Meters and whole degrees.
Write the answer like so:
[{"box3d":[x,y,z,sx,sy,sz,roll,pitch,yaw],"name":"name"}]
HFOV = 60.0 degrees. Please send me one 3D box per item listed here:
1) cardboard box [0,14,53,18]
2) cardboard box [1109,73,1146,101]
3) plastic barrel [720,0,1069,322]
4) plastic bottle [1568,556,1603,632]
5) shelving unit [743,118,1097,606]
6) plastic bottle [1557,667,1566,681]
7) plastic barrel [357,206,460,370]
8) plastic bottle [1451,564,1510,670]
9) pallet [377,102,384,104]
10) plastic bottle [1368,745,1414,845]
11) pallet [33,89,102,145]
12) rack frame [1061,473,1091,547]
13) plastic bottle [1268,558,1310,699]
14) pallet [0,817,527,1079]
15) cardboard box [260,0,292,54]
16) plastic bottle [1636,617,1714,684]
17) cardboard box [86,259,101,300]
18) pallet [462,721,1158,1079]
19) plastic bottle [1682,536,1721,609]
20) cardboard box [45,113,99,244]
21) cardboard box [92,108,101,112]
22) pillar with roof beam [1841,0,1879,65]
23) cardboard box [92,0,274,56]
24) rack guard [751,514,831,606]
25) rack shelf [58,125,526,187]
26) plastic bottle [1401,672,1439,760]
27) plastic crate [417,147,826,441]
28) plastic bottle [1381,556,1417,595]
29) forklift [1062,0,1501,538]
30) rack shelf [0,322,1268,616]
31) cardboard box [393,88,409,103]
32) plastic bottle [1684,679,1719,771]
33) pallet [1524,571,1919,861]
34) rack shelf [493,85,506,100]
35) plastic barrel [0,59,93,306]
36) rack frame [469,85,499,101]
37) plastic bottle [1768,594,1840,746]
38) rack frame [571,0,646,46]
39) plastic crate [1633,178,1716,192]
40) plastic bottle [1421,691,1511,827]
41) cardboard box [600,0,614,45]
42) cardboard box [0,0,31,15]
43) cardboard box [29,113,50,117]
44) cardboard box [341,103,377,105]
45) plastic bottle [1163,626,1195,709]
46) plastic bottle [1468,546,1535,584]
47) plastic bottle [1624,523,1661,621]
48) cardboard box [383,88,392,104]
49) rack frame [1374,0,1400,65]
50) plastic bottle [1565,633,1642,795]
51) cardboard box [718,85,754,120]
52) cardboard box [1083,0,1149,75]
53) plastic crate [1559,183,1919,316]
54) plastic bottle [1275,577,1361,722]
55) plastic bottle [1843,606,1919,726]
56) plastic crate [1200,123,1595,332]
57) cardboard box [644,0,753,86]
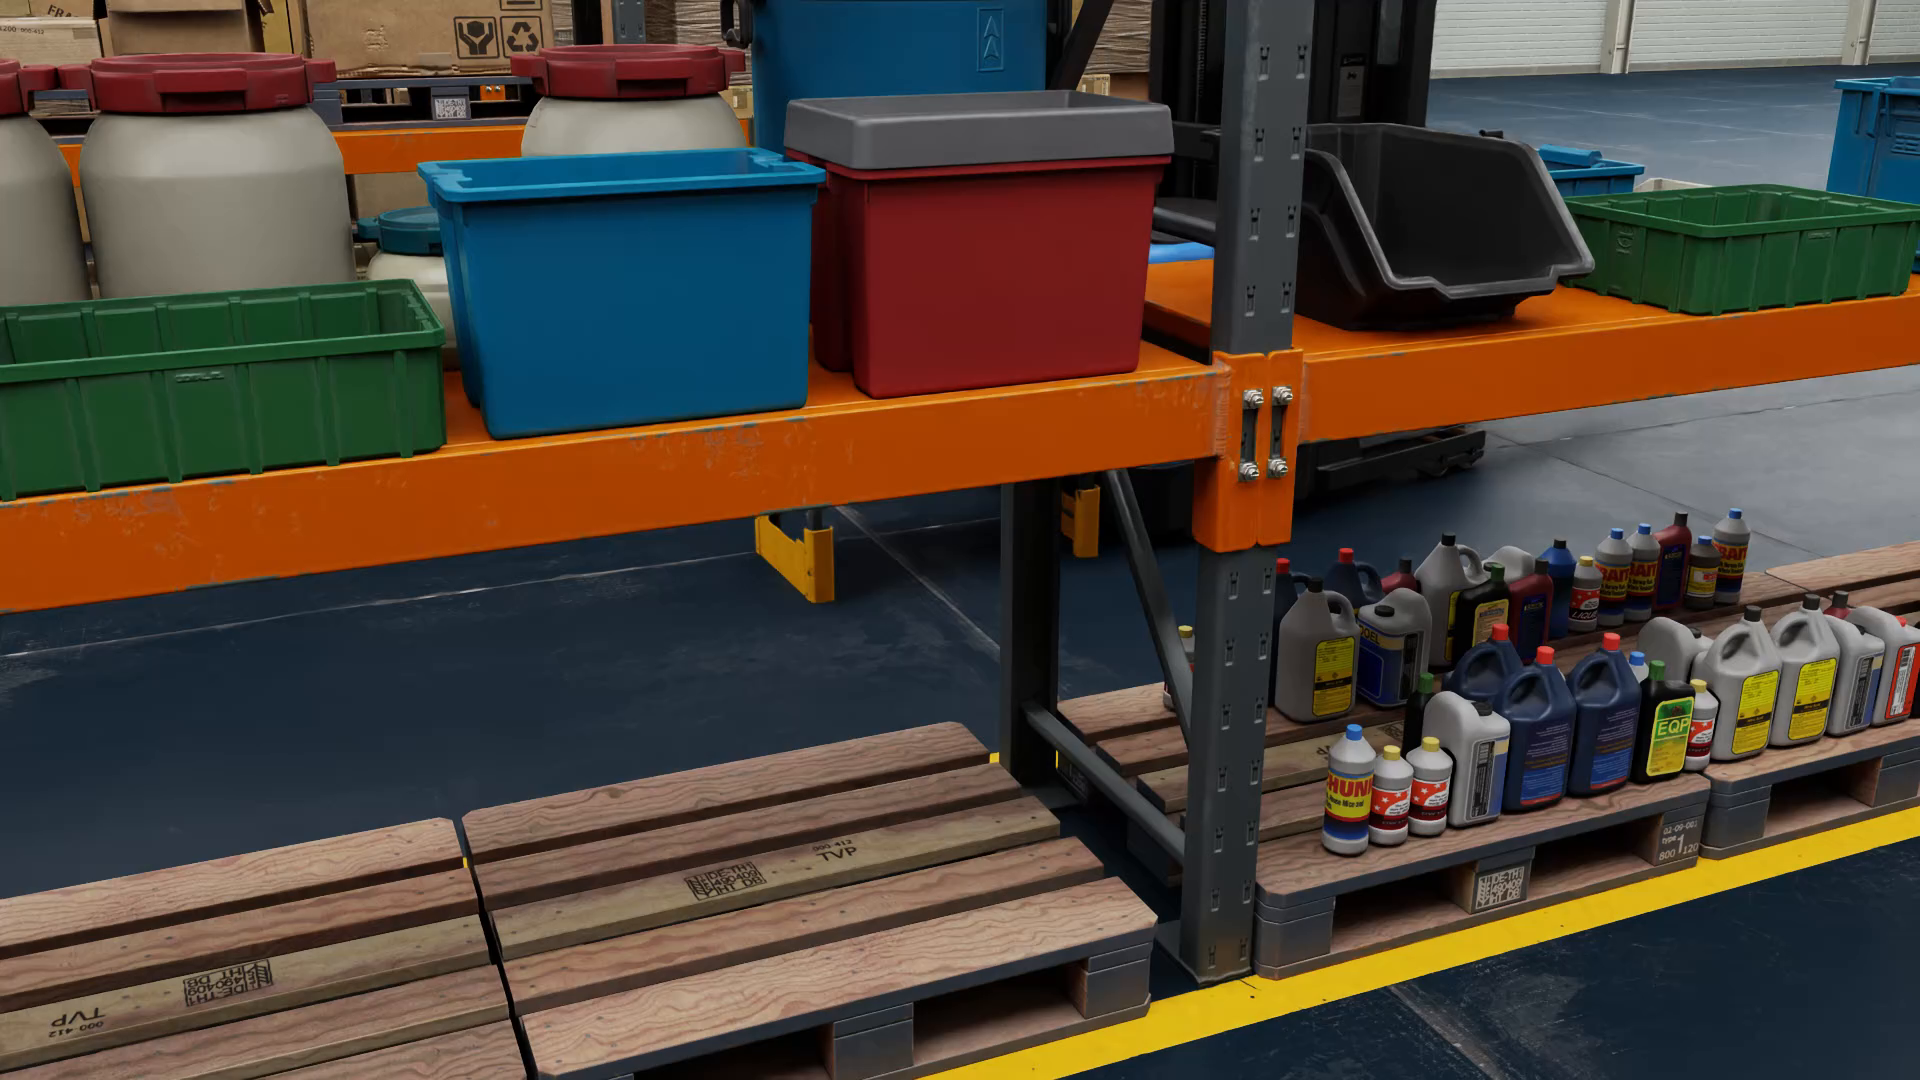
[{"box3d":[-3.860,-2.076,6.972,0.258,0.266,0.396,-9,21,-23],"name":"cardboard box"},{"box3d":[0.740,-2.304,8.427,0.250,0.149,0.380,-8,21,-22],"name":"cardboard box"},{"box3d":[-0.124,-0.934,3.402,0.708,0.901,0.600,-8,21,-22],"name":"plastic barrel"},{"box3d":[1.738,0.145,4.644,0.097,0.201,0.097,0,19,0],"name":"plastic bottle"},{"box3d":[-0.131,-0.657,5.630,1.083,1.500,0.587,-9,21,-24],"name":"shelving unit"},{"box3d":[1.341,0.388,3.848,0.097,0.271,0.097,0,19,0],"name":"plastic bottle"},{"box3d":[-0.926,-0.463,3.029,0.301,0.262,0.301,0,19,0],"name":"plastic barrel"},{"box3d":[1.365,0.206,4.349,0.133,0.283,0.061,-8,21,-22],"name":"plastic bottle"},{"box3d":[-6.759,-5.478,21.262,1.213,0.211,1.003,-8,21,-22],"name":"pallet"},{"box3d":[0.910,0.535,3.537,0.097,0.201,0.097,0,19,0],"name":"plastic bottle"},{"box3d":[-3.483,-1.822,6.970,1.213,0.211,1.003,-8,21,-22],"name":"pallet"},{"box3d":[0.335,-0.732,5.843,0.032,1.500,0.500,-9,21,-24],"name":"rack frame"},{"box3d":[0.828,0.214,4.225,0.185,0.351,0.144,-9,21,-23],"name":"plastic bottle"},{"box3d":[-1.477,0.937,3.044,1.213,0.211,1.003,-8,21,-22],"name":"pallet"},{"box3d":[-4.784,-3.456,11.170,0.500,0.500,0.500,-8,21,-21],"name":"cardboard box"},{"box3d":[1.738,0.319,4.037,0.135,0.276,0.152,-8,21,-22],"name":"plastic bottle"},{"box3d":[-3.655,-0.916,7.209,0.500,0.500,0.700,-6,20,-17],"name":"cardboard box"},{"box3d":[-0.355,0.775,3.504,1.213,0.211,1.003,-8,21,-22],"name":"pallet"},{"box3d":[2.140,0.088,4.807,0.097,0.201,0.097,0,19,0],"name":"plastic bottle"},{"box3d":[-5.760,-2.471,11.279,0.750,0.750,1.050,-8,21,-21],"name":"cardboard box"},{"box3d":[-10.004,-5.419,19.840,0.625,0.625,0.875,-7,21,-20],"name":"cardboard box"},{"box3d":[18.912,-12.085,26.795,0.400,9.000,9.100,-8,21,-22],"name":"pillar with roof beam"},{"box3d":[-3.167,-2.157,6.843,0.637,0.503,0.797,-6,20,-16],"name":"cardboard box"},{"box3d":[-0.579,0.004,5.633,0.087,0.250,0.587,-9,21,-24],"name":"rack guard"},{"box3d":[-3.448,-1.564,7.029,4.000,0.370,1.077,-8,21,-22],"name":"rack shelf"},{"box3d":[1.060,0.427,3.721,0.133,0.283,0.061,-8,21,-22],"name":"plastic bottle"},{"box3d":[-0.539,-0.408,2.689,0.575,0.384,0.392,-8,21,-22],"name":"plastic crate"},{"box3d":[1.137,0.186,4.404,0.133,0.283,0.061,-7,20,-18],"name":"plastic bottle"},{"box3d":[1.534,-1.760,6.608,3.031,2.935,1.130,-14,24,-35],"name":"forklift"},{"box3d":[-1.486,-0.053,2.740,4.000,0.370,1.077,-8,21,-22],"name":"rack shelf"},{"box3d":[-4.804,-3.827,14.999,0.500,0.500,0.500,-8,21,-22],"name":"cardboard box"},{"box3d":[1.699,0.422,3.857,0.097,0.201,0.097,0,19,0],"name":"plastic bottle"},{"box3d":[2.106,0.422,4.505,1.213,0.211,1.003,-8,21,-22],"name":"pallet"},{"box3d":[-1.647,-3.616,12.857,4.000,0.370,1.077,-8,21,-22],"name":"rack shelf"},{"box3d":[-1.686,-0.507,2.742,0.433,0.535,0.433,0,19,0],"name":"plastic barrel"},{"box3d":[-3.483,-3.692,11.991,0.127,3.000,1.000,-8,21,-22],"name":"rack frame"},{"box3d":[1.990,0.301,3.975,0.185,0.351,0.144,-7,21,-20],"name":"plastic bottle"},{"box3d":[-1.611,-2.166,7.657,0.127,3.000,1.000,-8,21,-22],"name":"rack frame"},{"box3d":[1.741,-0.822,4.237,0.437,0.136,0.530,-8,21,-22],"name":"plastic crate"},{"box3d":[1.103,0.462,3.631,0.135,0.276,0.152,-7,21,-20],"name":"plastic bottle"},{"box3d":[-2.653,-3.894,12.339,0.550,0.550,0.875,-8,21,-22],"name":"cardboard box"},{"box3d":[-6.171,-3.257,10.606,0.500,0.500,0.500,-8,21,-22],"name":"cardboard box"},{"box3d":[-8.687,-3.692,15.315,0.625,0.372,0.950,-10,22,-26],"name":"cardboard box"},{"box3d":[-6.017,-4.077,16.409,0.625,0.372,0.950,-8,21,-21],"name":"cardboard box"},{"box3d":[0.560,0.314,4.165,0.097,0.201,0.097,0,19,0],"name":"plastic bottle"},{"box3d":[1.451,0.161,4.487,0.135,0.276,0.152,-8,21,-21],"name":"plastic bottle"},{"box3d":[1.920,0.086,4.706,0.097,0.271,0.097,0,19,0],"name":"plastic bottle"},{"box3d":[-6.931,-5.565,20.819,0.500,0.250,0.500,-8,21,-21],"name":"cardboard box"},{"box3d":[2.061,-2.692,9.152,0.127,3.000,1.000,-8,21,-22],"name":"rack frame"},{"box3d":[1.429,0.382,3.747,0.185,0.351,0.144,-9,21,-24],"name":"plastic bottle"},{"box3d":[-1.060,-2.013,7.601,0.250,0.149,0.380,-8,21,-22],"name":"cardboard box"},{"box3d":[0.658,-2.661,8.464,0.500,0.500,0.875,-8,21,-22],"name":"cardboard box"},{"box3d":[1.709,-0.648,3.665,0.662,0.188,0.450,-8,21,-22],"name":"plastic crate"},{"box3d":[0.885,0.258,4.100,0.185,0.351,0.144,-8,21,-22],"name":"plastic bottle"},{"box3d":[2.268,0.295,4.105,0.135,0.276,0.152,-8,21,-22],"name":"plastic bottle"},{"box3d":[0.882,-0.656,3.463,0.504,0.338,0.767,-8,21,-22],"name":"plastic crate"},{"box3d":[-1.174,-2.394,7.706,0.500,0.500,0.875,-8,21,-22],"name":"cardboard box"}]
